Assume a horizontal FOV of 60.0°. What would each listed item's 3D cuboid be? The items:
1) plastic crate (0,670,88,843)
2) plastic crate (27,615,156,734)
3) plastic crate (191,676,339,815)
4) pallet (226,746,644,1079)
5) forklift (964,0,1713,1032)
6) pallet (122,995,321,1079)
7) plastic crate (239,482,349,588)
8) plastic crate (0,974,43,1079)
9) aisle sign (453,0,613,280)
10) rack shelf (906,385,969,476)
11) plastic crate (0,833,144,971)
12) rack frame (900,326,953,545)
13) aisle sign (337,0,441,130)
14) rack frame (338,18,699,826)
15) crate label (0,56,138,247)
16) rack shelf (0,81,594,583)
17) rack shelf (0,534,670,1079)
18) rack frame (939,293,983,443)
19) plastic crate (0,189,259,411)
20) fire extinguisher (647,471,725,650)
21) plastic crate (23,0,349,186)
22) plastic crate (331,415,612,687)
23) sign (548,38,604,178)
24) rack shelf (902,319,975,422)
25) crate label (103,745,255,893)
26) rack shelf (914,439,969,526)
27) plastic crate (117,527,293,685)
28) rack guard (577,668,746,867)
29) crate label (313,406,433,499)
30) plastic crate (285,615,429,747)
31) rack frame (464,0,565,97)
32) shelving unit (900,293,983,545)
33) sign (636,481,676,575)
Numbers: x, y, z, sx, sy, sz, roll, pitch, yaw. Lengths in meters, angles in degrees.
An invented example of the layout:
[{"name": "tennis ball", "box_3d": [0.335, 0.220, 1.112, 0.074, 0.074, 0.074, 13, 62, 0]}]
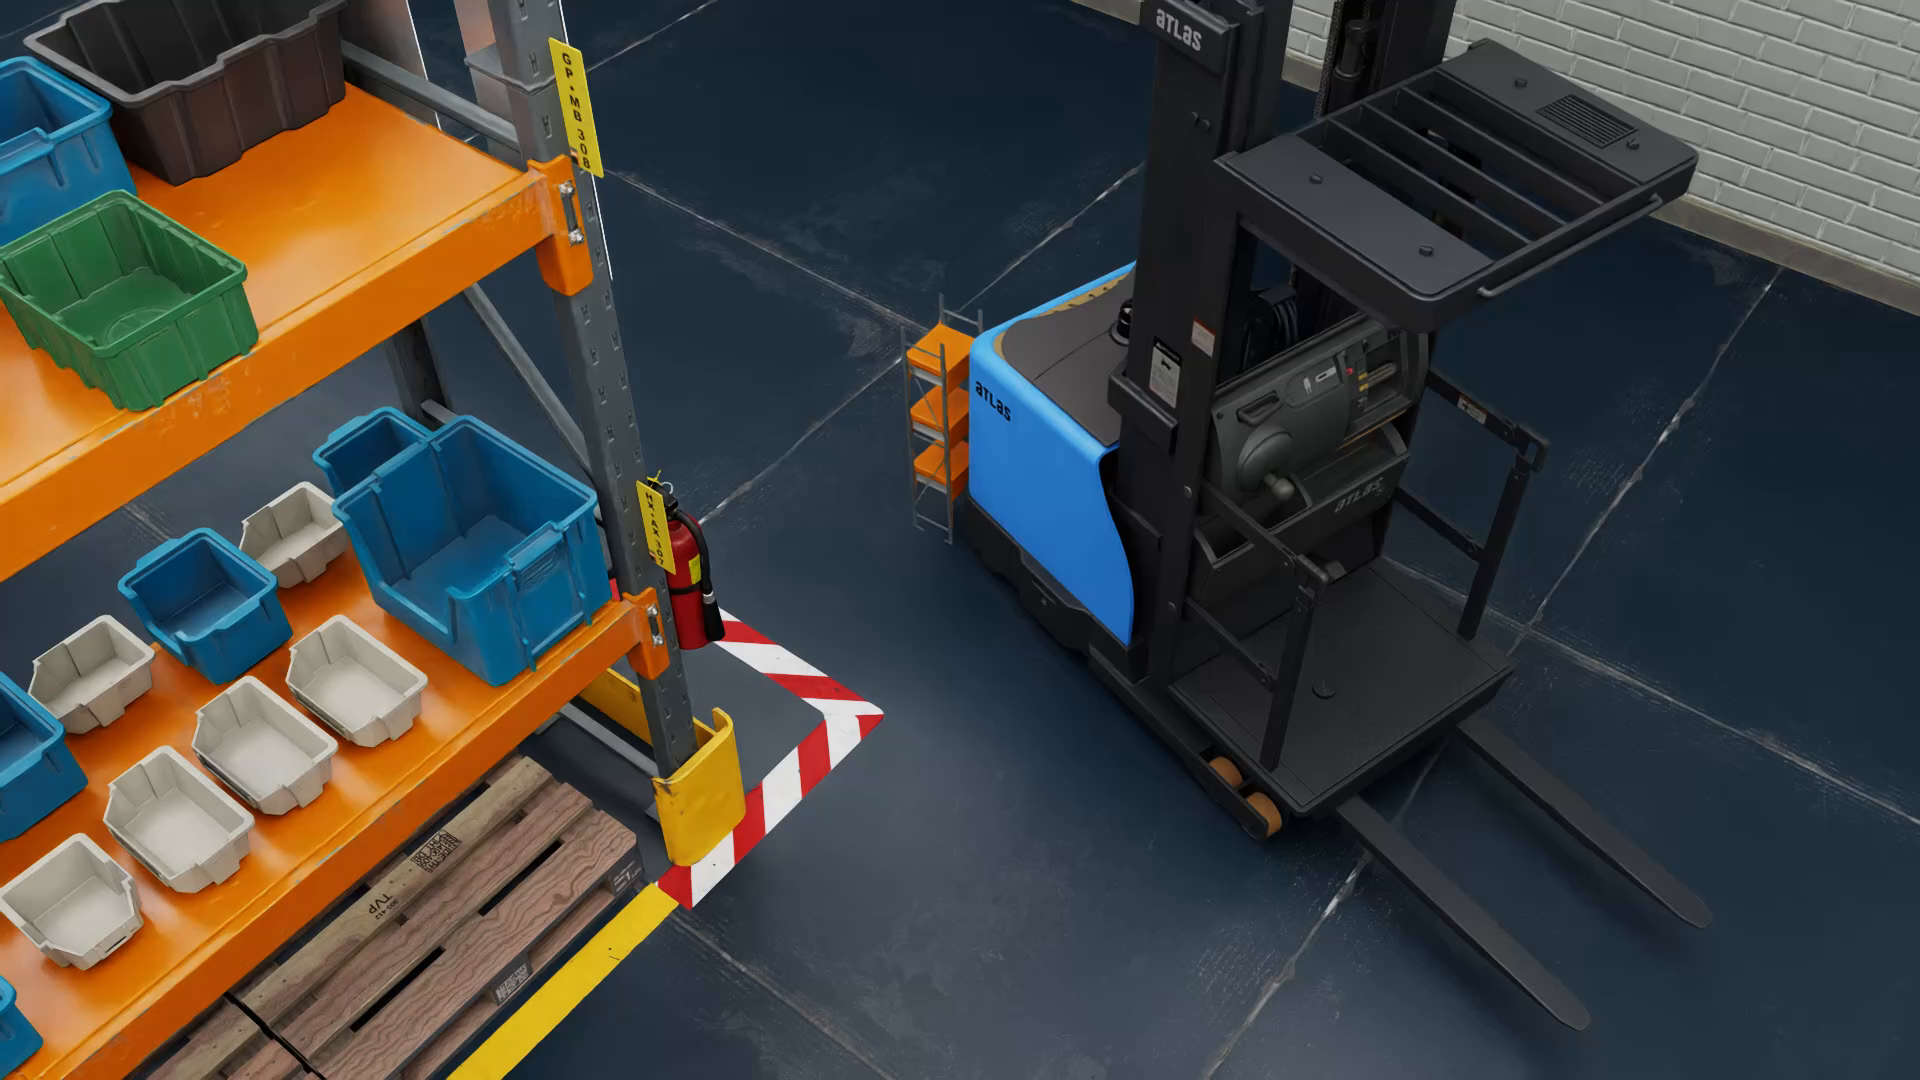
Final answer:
[{"name": "plastic crate", "box_3d": [-2.531, 0.576, 4.364, 0.416, 0.233, 0.300, 29, 53, 25]}, {"name": "plastic crate", "box_3d": [-2.402, 0.391, 4.608, 0.250, 0.136, 0.298, 29, 53, 25]}, {"name": "plastic crate", "box_3d": [-1.858, 0.566, 4.440, 0.396, 0.136, 0.243, 29, 53, 25]}, {"name": "pallet", "box_3d": [-1.849, 1.208, 5.615, 1.003, 0.211, 1.213, 29, 53, 25]}, {"name": "forklift", "box_3d": [1.294, -0.360, 5.231, 1.130, 2.935, 3.031, -28, 52, -24]}, {"name": "pallet", "box_3d": [-2.595, 1.903, 4.951, 1.003, 0.211, 1.213, 29, 53, 25]}, {"name": "plastic crate", "box_3d": [-1.987, 0.003, 4.978, 0.250, 0.136, 0.298, 29, 53, 25]}, {"name": "plastic crate", "box_3d": [-2.367, 1.115, 3.849, 0.416, 0.233, 0.300, 29, 53, 25]}, {"name": "aisle sign", "box_3d": [-1.038, -1.020, 4.017, 0.394, 0.787, 0.004, 29, 53, 25]}, {"name": "rack shelf", "box_3d": [-0.054, -0.456, 6.633, 0.215, 0.259, 0.240, 26, 52, 25]}, {"name": "plastic crate", "box_3d": [-2.175, 0.914, 4.108, 0.298, 0.136, 0.250, 29, 53, 25]}, {"name": "rack frame", "box_3d": [-0.125, -0.391, 6.557, 0.200, 1.050, 0.008, 26, 52, 25]}, {"name": "aisle sign", "box_3d": [-1.505, -1.281, 4.266, 0.394, 0.787, 0.004, 29, 53, 25]}, {"name": "rack frame", "box_3d": [-1.314, -0.210, 5.041, 1.000, 3.000, 0.127, 29, 53, 25]}, {"name": "crate label", "box_3d": [-2.134, -0.810, 3.642, 0.408, 0.251, 0.502, 29, 53, 25]}, {"name": "rack shelf", "box_3d": [-2.537, 0.147, 3.123, 1.077, 0.370, 4.000, 29, 53, 25]}, {"name": "rack shelf", "box_3d": [-2.537, 1.183, 4.208, 1.077, 0.370, 4.000, 29, 53, 25]}, {"name": "rack frame", "box_3d": [0.017, -0.535, 6.694, 0.200, 1.050, 0.008, 26, 52, 25]}, {"name": "plastic crate", "box_3d": [-1.691, -0.482, 3.373, 0.450, 0.188, 0.336, 29, 53, 25]}, {"name": "fire extinguisher", "box_3d": [-0.862, 0.060, 5.094, 0.296, 0.674, 0.183, 29, 53, 25]}, {"name": "plastic crate", "box_3d": [-1.770, -1.104, 3.911, 0.497, 0.269, 0.590, 29, 53, 25]}, {"name": "plastic crate", "box_3d": [-1.371, 0.031, 4.745, 0.616, 0.435, 0.499, 29, 53, 25]}, {"name": "sign", "box_3d": [-0.869, -0.976, 3.771, 0.100, 0.325, 0.005, 29, 53, 25]}, {"name": "rack shelf", "box_3d": [-0.062, -0.656, 6.432, 0.215, 0.259, 0.240, 26, 52, 25]}, {"name": "crate label", "box_3d": [-2.009, 0.737, 4.278, 0.396, 0.136, 0.243, 29, 53, 25]}, {"name": "rack shelf", "box_3d": [-0.046, -0.260, 6.830, 0.215, 0.259, 0.240, 26, 52, 25]}, {"name": "plastic crate", "box_3d": [-2.128, 0.199, 4.724, 0.416, 0.233, 0.300, 29, 53, 25]}, {"name": "rack guard", "box_3d": [-1.310, 0.634, 5.964, 1.175, 0.500, 0.348, 29, 53, 25]}, {"name": "crate label", "box_3d": [-1.726, -0.177, 5.084, 0.416, 0.233, 0.303, 29, 53, 25]}, {"name": "plastic crate", "box_3d": [-1.670, 0.407, 4.592, 0.396, 0.136, 0.243, 29, 53, 25]}, {"name": "rack frame", "box_3d": [-1.314, -2.282, 2.872, 1.000, 3.000, 0.127, 29, 53, 25]}, {"name": "shelving unit", "box_3d": [-0.054, -0.463, 6.626, 0.215, 1.050, 0.252, 26, 52, 25]}, {"name": "sign", "box_3d": [-0.869, -0.033, 4.759, 0.100, 0.325, 0.005, 29, 53, 25]}]
